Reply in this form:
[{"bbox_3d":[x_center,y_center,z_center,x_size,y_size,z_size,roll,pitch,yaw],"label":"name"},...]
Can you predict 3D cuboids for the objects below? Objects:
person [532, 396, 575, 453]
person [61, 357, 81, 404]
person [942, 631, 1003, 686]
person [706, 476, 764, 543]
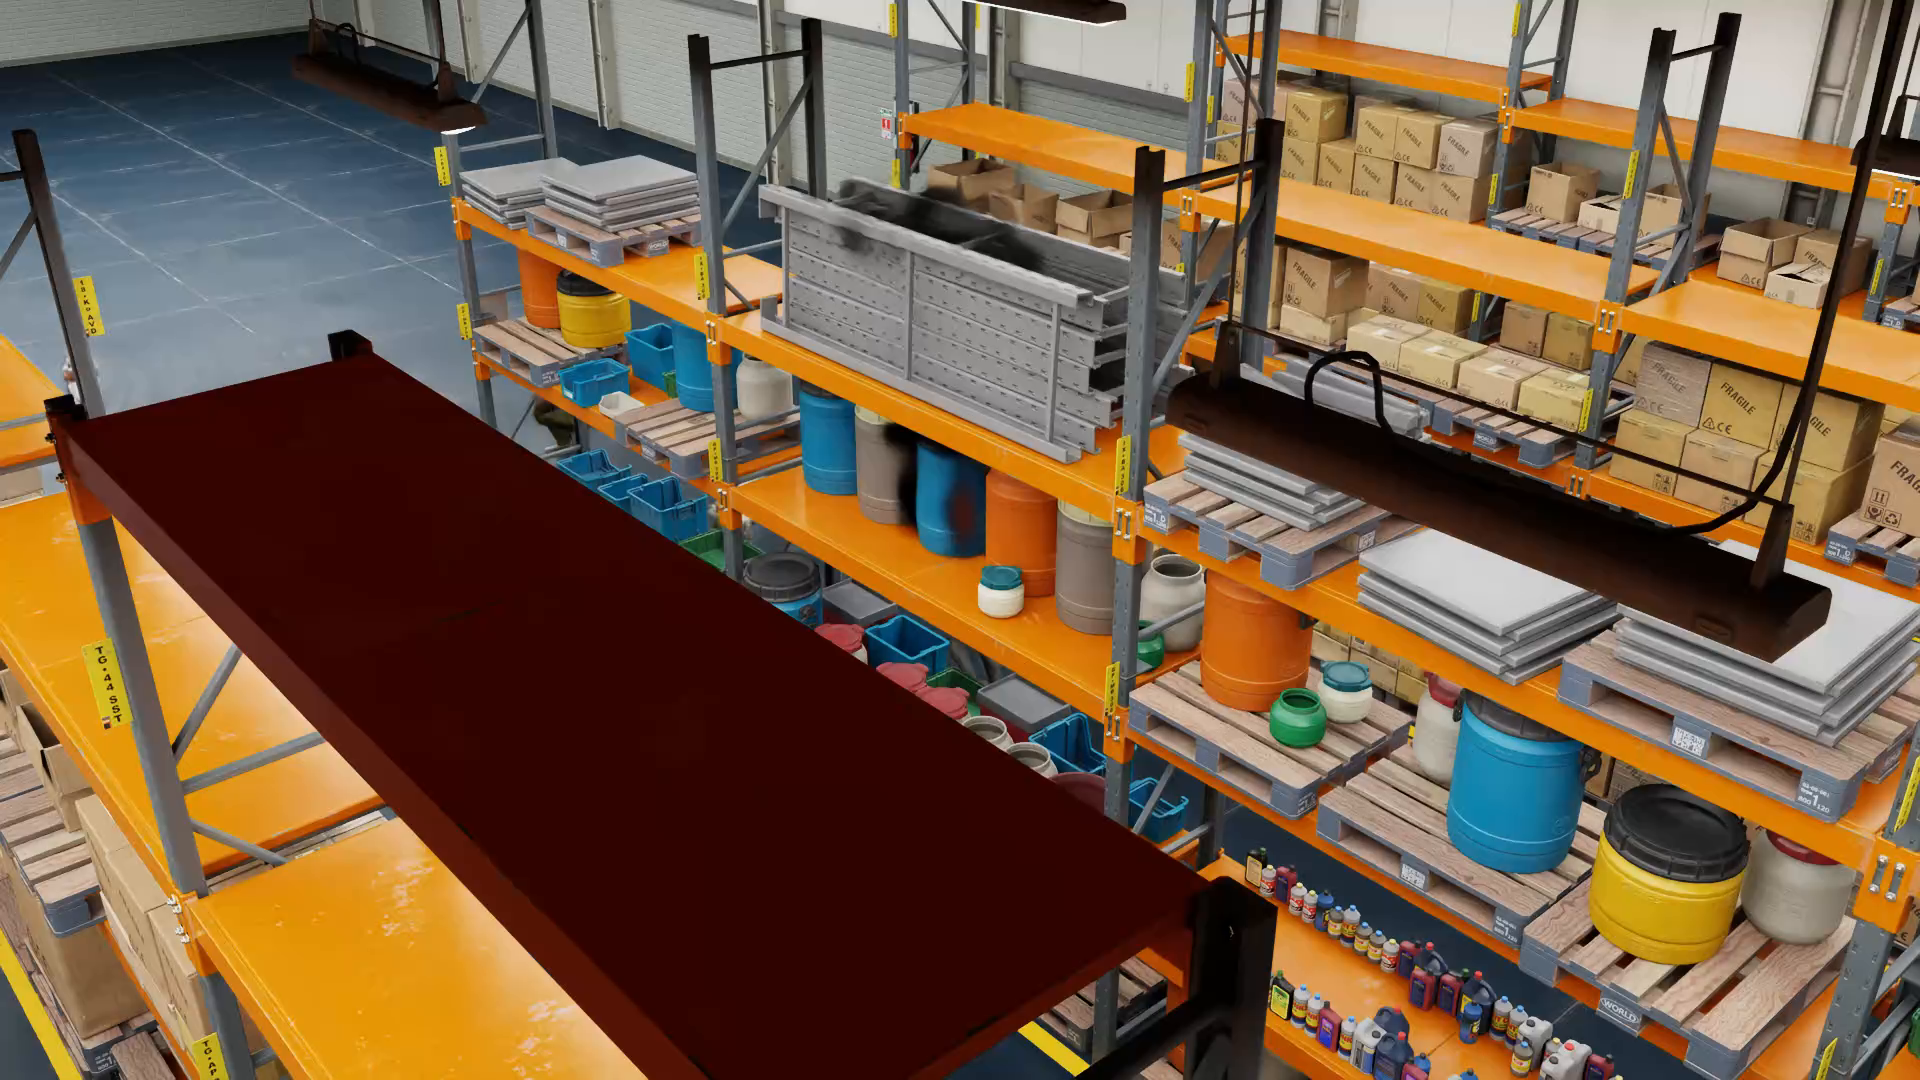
[{"bbox_3d":[-4.699,-1.816,19.252,0.636,1.734,0.710,-5,27,-9],"label":"person"},{"bbox_3d":[-9.513,-1.216,18.142,0.583,1.650,0.573,-9,28,-17],"label":"person"},{"bbox_3d":[0.105,0.611,14.576,0.667,1.685,0.558,20,33,34],"label":"person"},{"bbox_3d":[-2.156,-0.218,16.061,0.878,1.766,0.681,21,33,35],"label":"person"}]
